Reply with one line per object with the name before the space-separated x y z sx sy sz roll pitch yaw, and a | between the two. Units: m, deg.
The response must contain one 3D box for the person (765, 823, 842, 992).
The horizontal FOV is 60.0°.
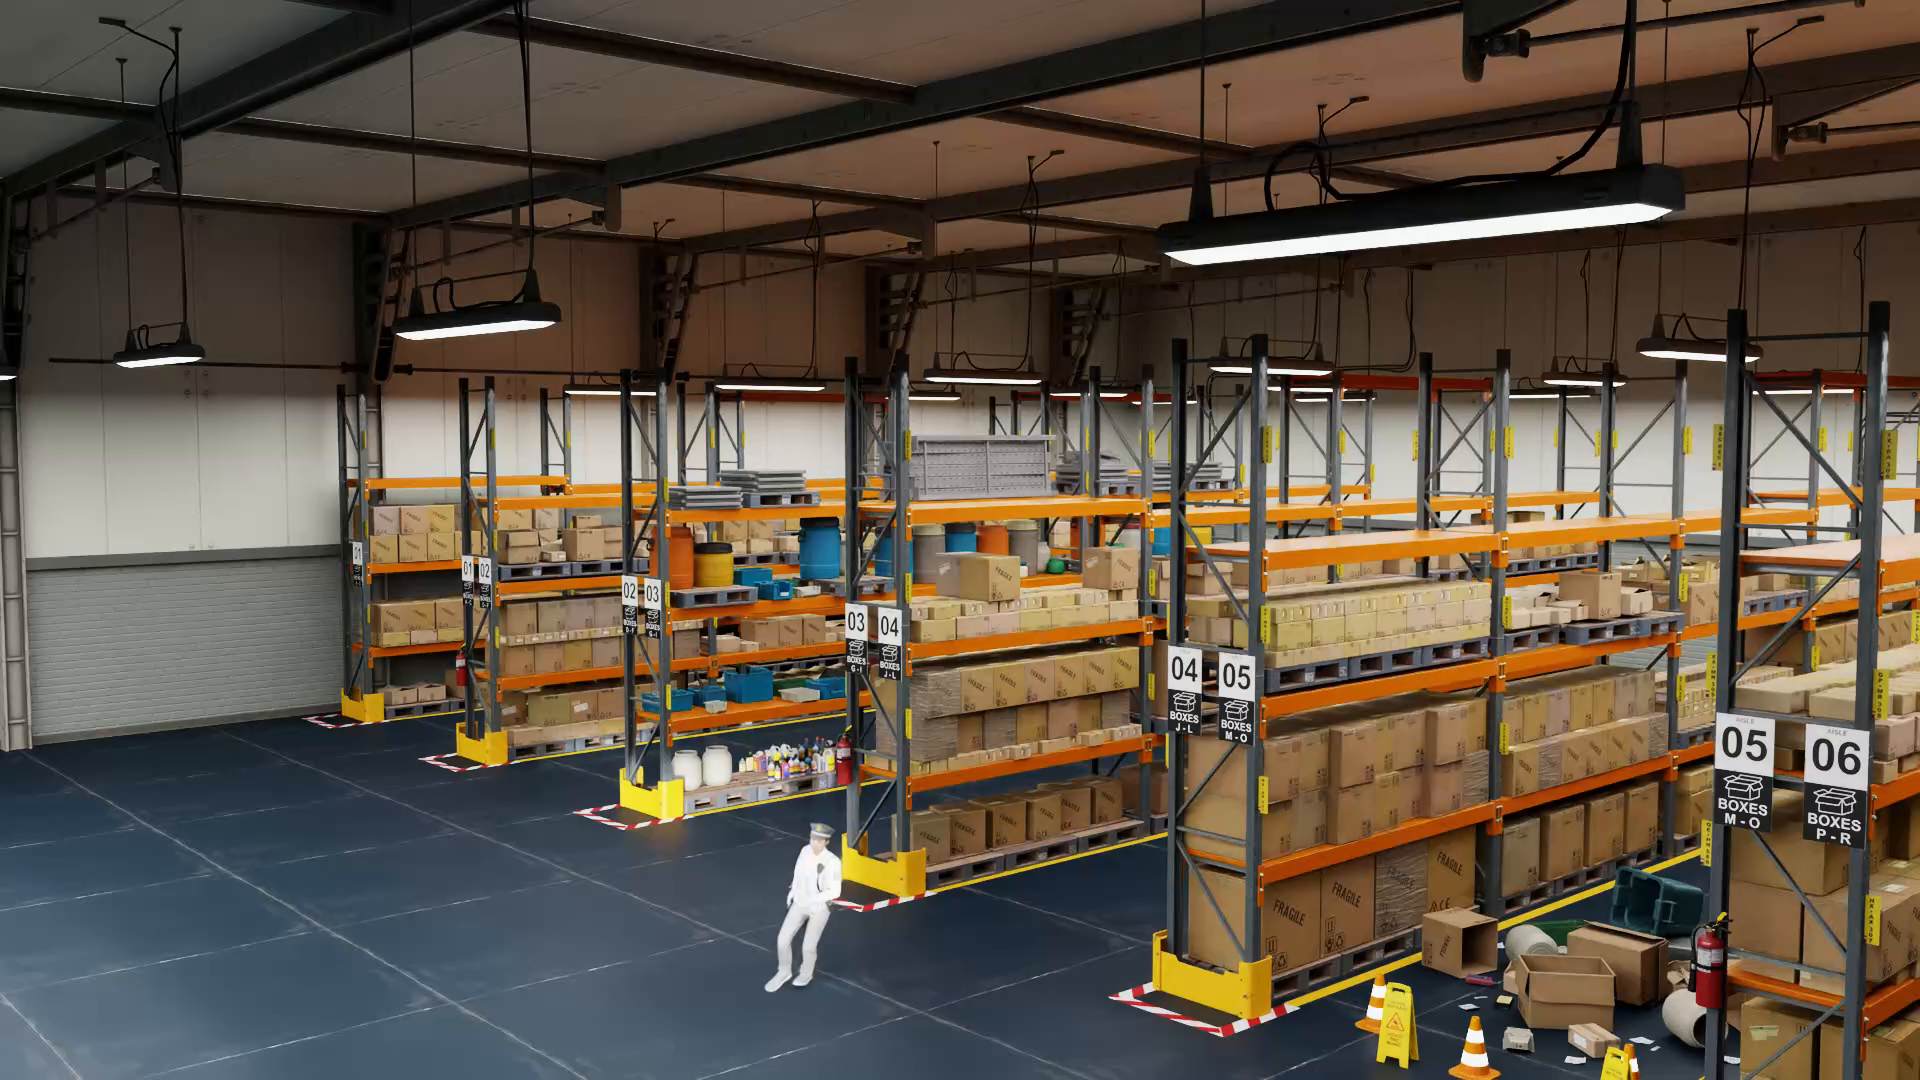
person | -1.418 3.339 15.154 0.746 1.600 0.708 1 4 20
